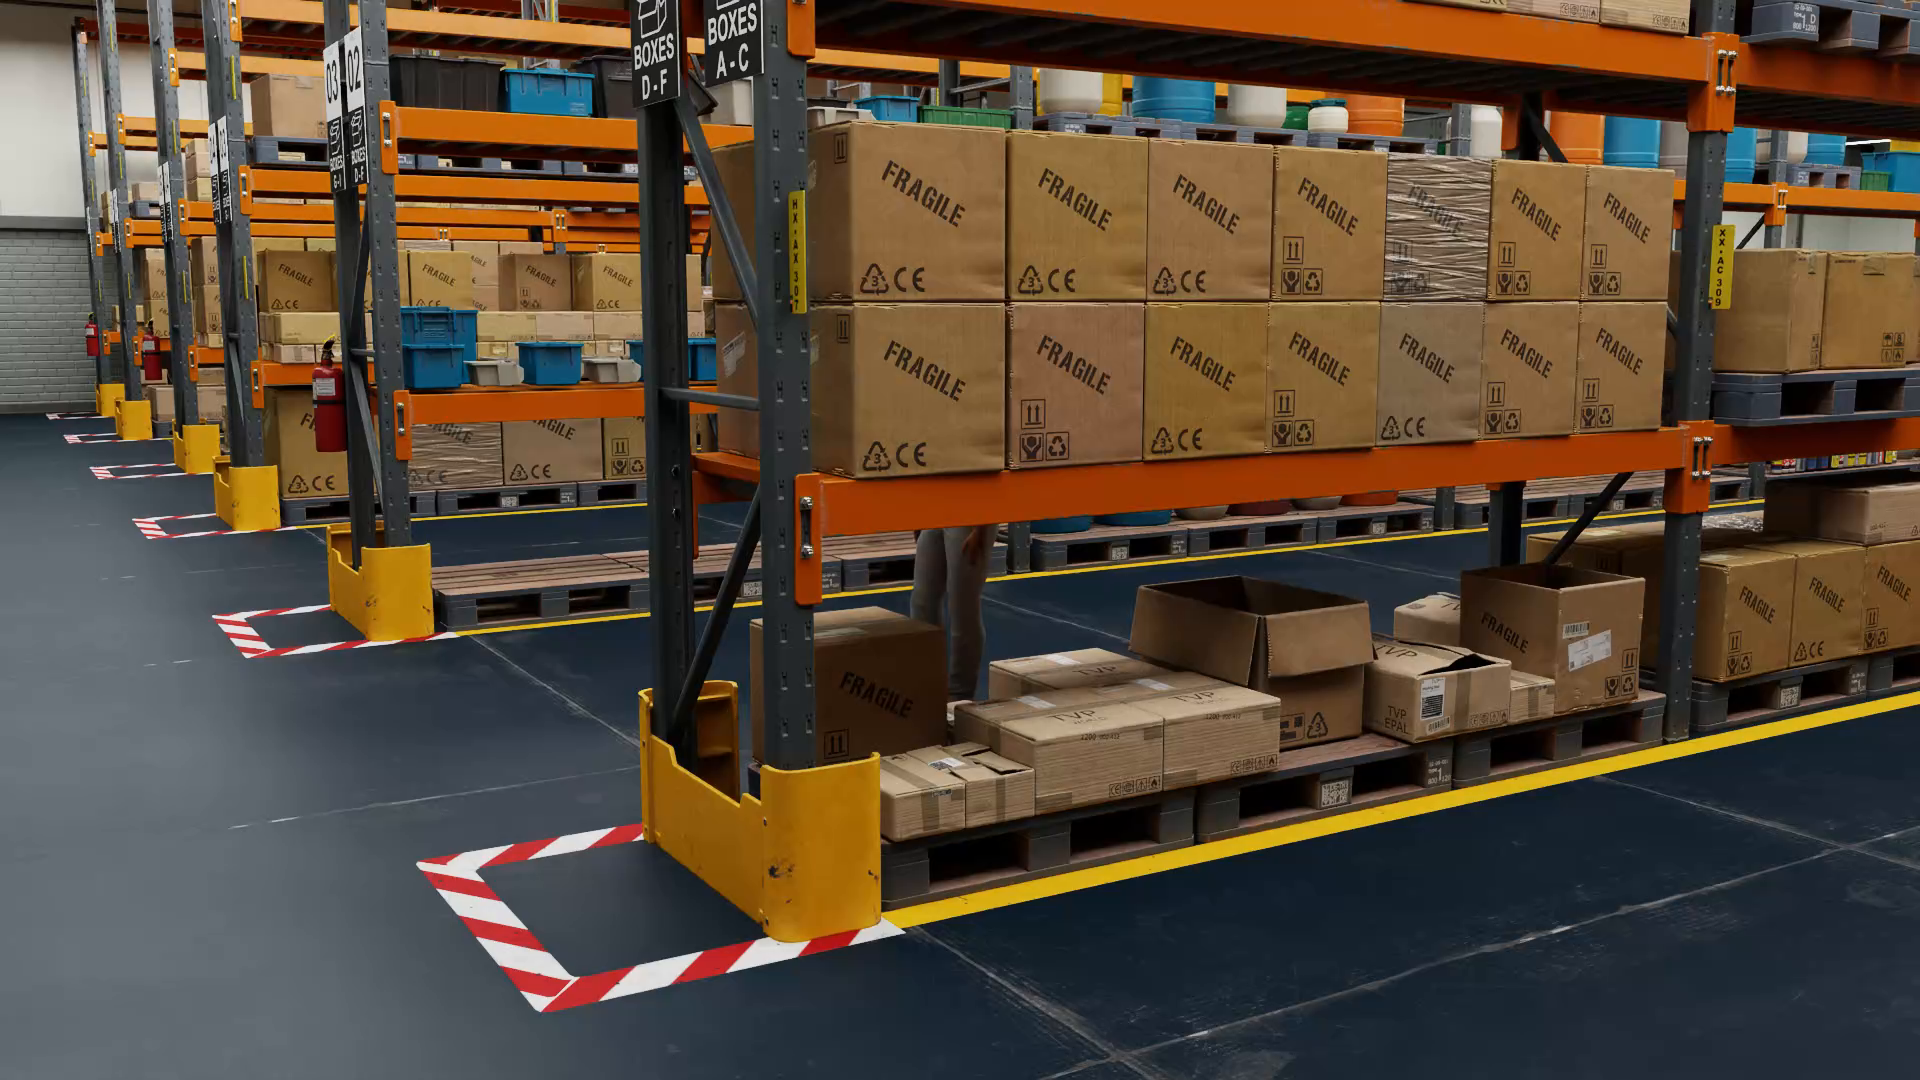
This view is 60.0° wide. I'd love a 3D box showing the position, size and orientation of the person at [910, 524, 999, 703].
[{"bbox_3d":[-0.070,-0.083,7.223,0.530,1.695,0.569,-5,10,-31],"label":"person"}]
